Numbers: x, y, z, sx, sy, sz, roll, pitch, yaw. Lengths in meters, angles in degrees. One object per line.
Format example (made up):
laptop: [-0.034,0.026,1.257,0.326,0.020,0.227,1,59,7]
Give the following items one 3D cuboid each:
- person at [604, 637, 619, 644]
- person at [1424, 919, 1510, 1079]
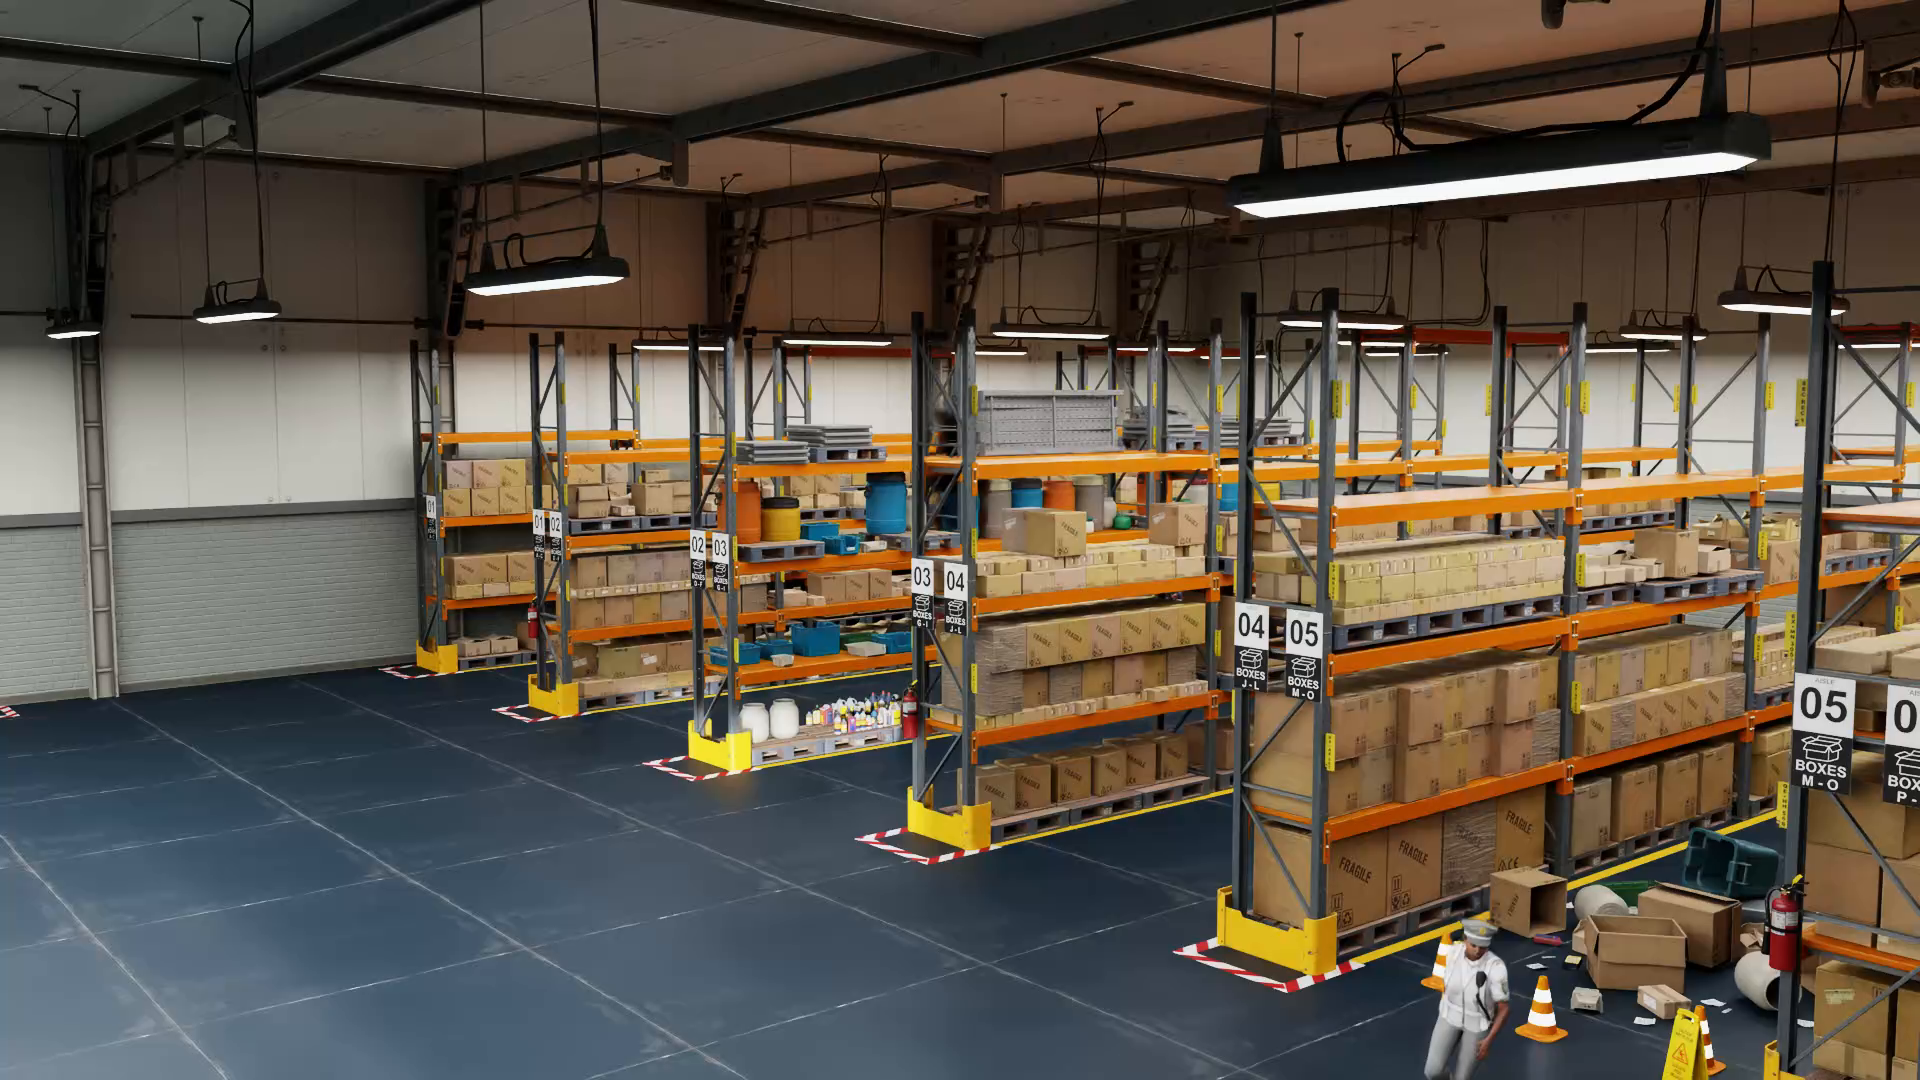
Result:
person: [-6.046,1.619,28.952,0.972,1.757,0.717,-5,7,-44]
person: [3.468,3.320,11.377,0.606,1.581,0.693,3,6,31]
